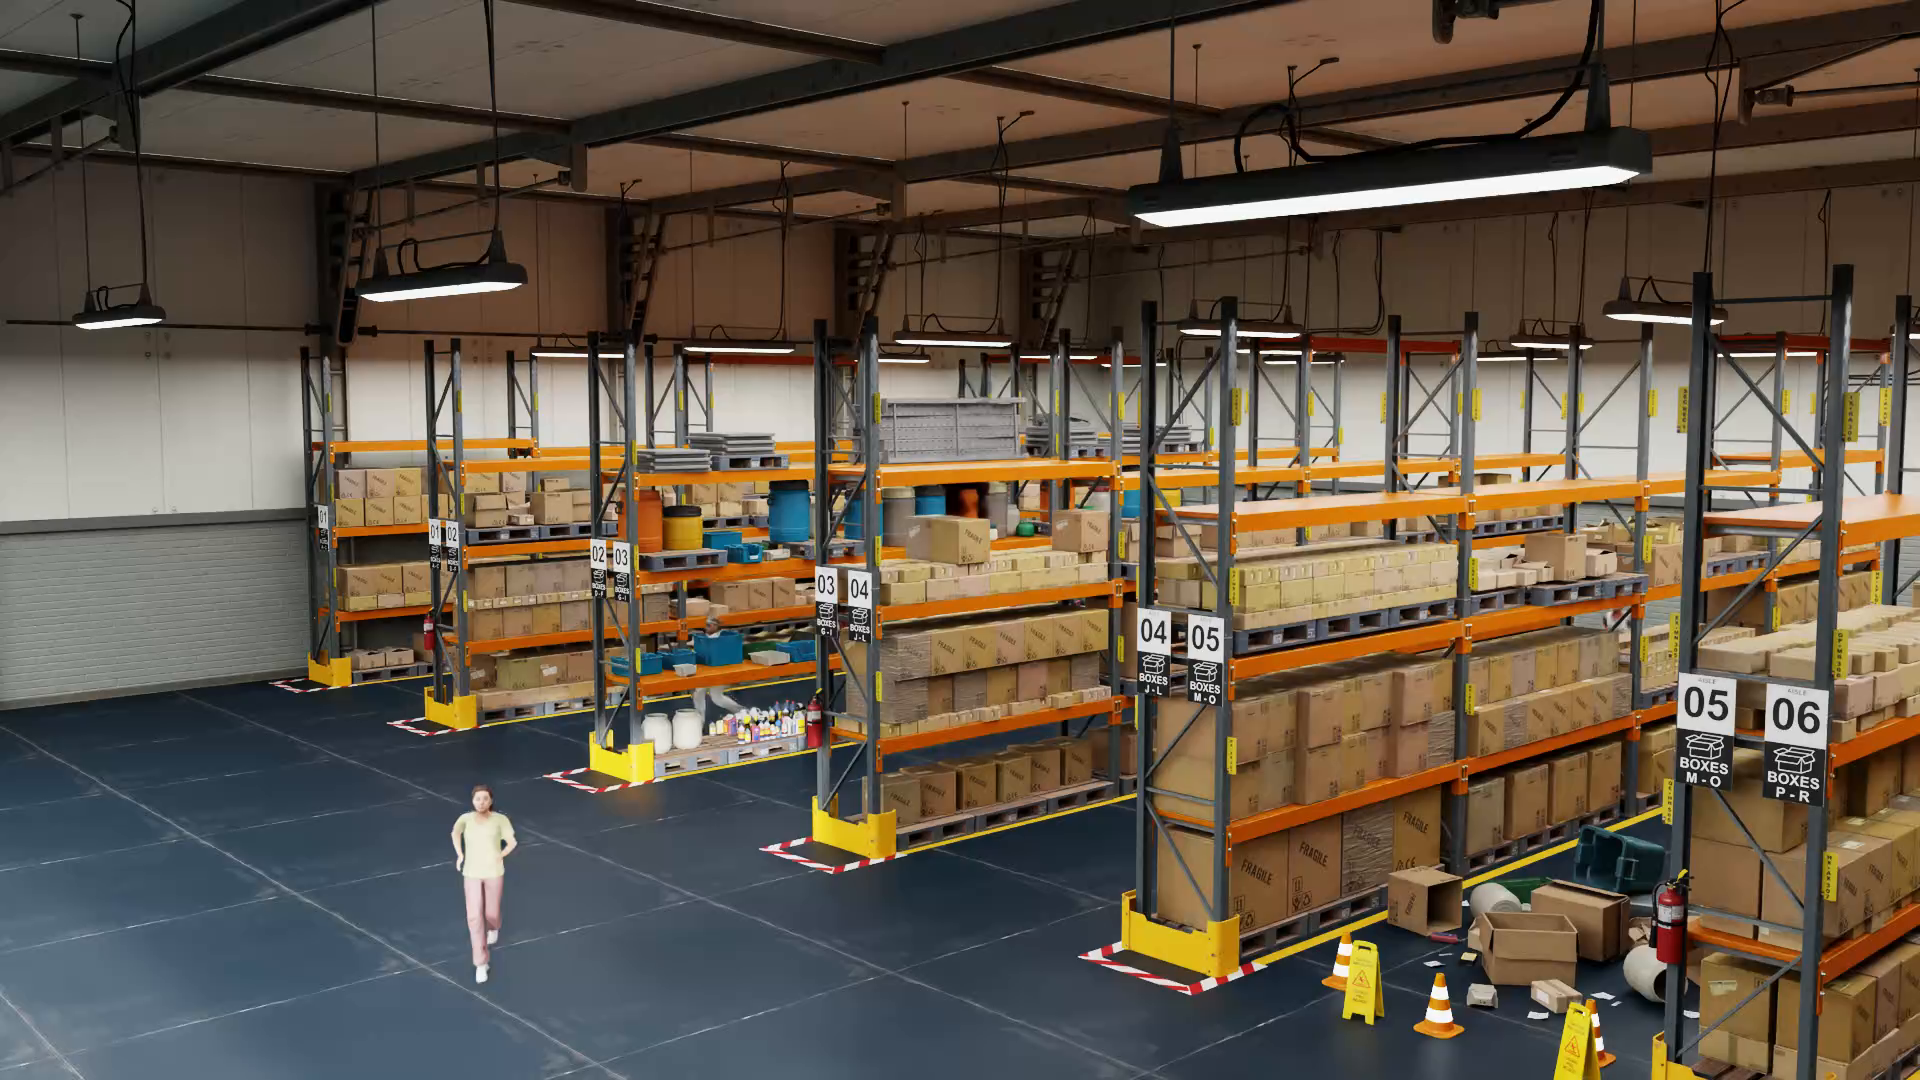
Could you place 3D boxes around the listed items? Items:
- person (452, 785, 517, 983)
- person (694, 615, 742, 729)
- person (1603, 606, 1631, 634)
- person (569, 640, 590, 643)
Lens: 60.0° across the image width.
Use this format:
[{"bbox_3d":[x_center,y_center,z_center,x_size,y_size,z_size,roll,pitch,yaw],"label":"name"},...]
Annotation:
[{"bbox_3d":[-4.281,3.026,14.967,0.579,1.668,0.928,-1,5,-11],"label":"person"},{"bbox_3d":[-3.833,2.027,25.556,0.884,1.754,0.673,-5,7,-44],"label":"person"},{"bbox_3d":[11.086,1.829,27.941,0.644,1.799,0.734,3,6,34],"label":"person"},{"bbox_3d":[-6.801,1.734,29.866,0.607,1.614,0.551,3,6,33],"label":"person"}]
